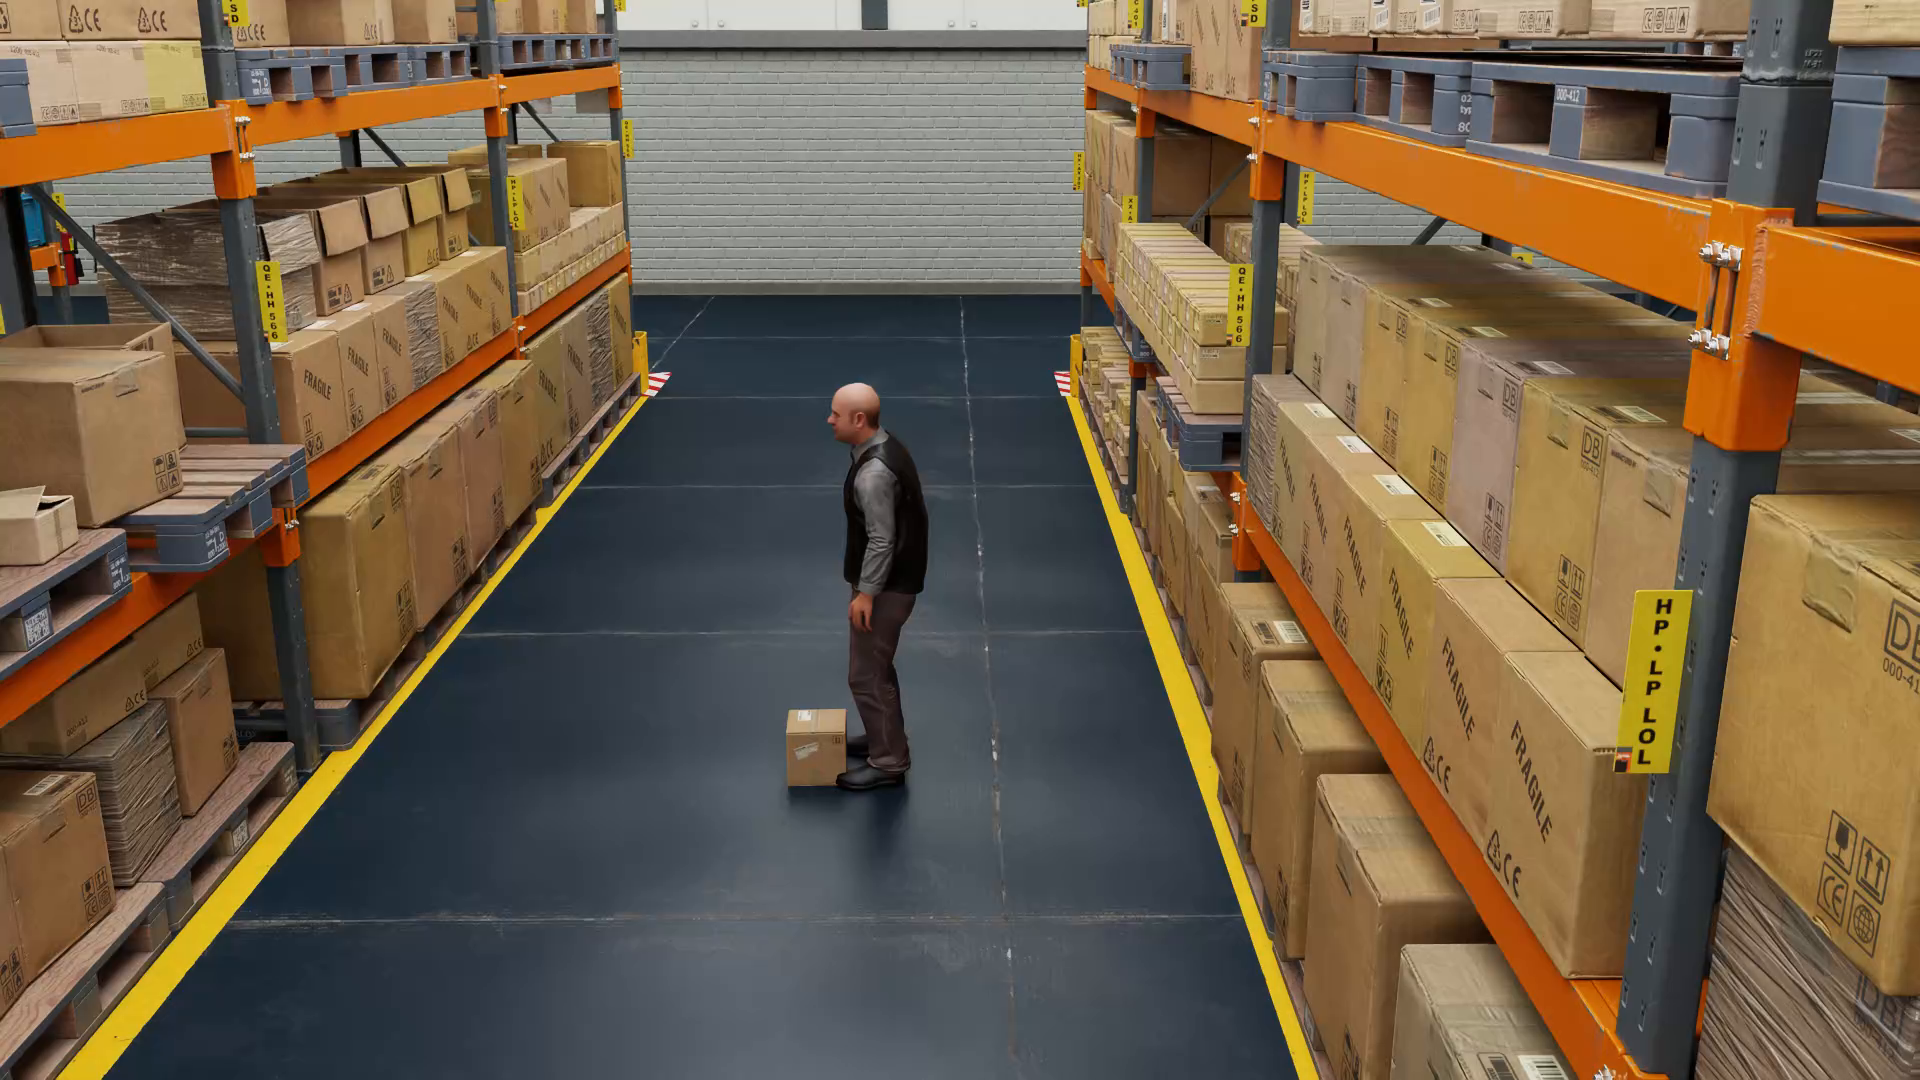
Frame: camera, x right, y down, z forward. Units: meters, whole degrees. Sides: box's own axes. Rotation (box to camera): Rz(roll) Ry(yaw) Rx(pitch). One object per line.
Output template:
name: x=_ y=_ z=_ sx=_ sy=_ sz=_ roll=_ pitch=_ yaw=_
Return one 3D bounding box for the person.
person: x=-0.337 y=0.186 z=6.976 sx=0.415 sy=1.721 sz=0.580 roll=0 pitch=17 yaw=-1
